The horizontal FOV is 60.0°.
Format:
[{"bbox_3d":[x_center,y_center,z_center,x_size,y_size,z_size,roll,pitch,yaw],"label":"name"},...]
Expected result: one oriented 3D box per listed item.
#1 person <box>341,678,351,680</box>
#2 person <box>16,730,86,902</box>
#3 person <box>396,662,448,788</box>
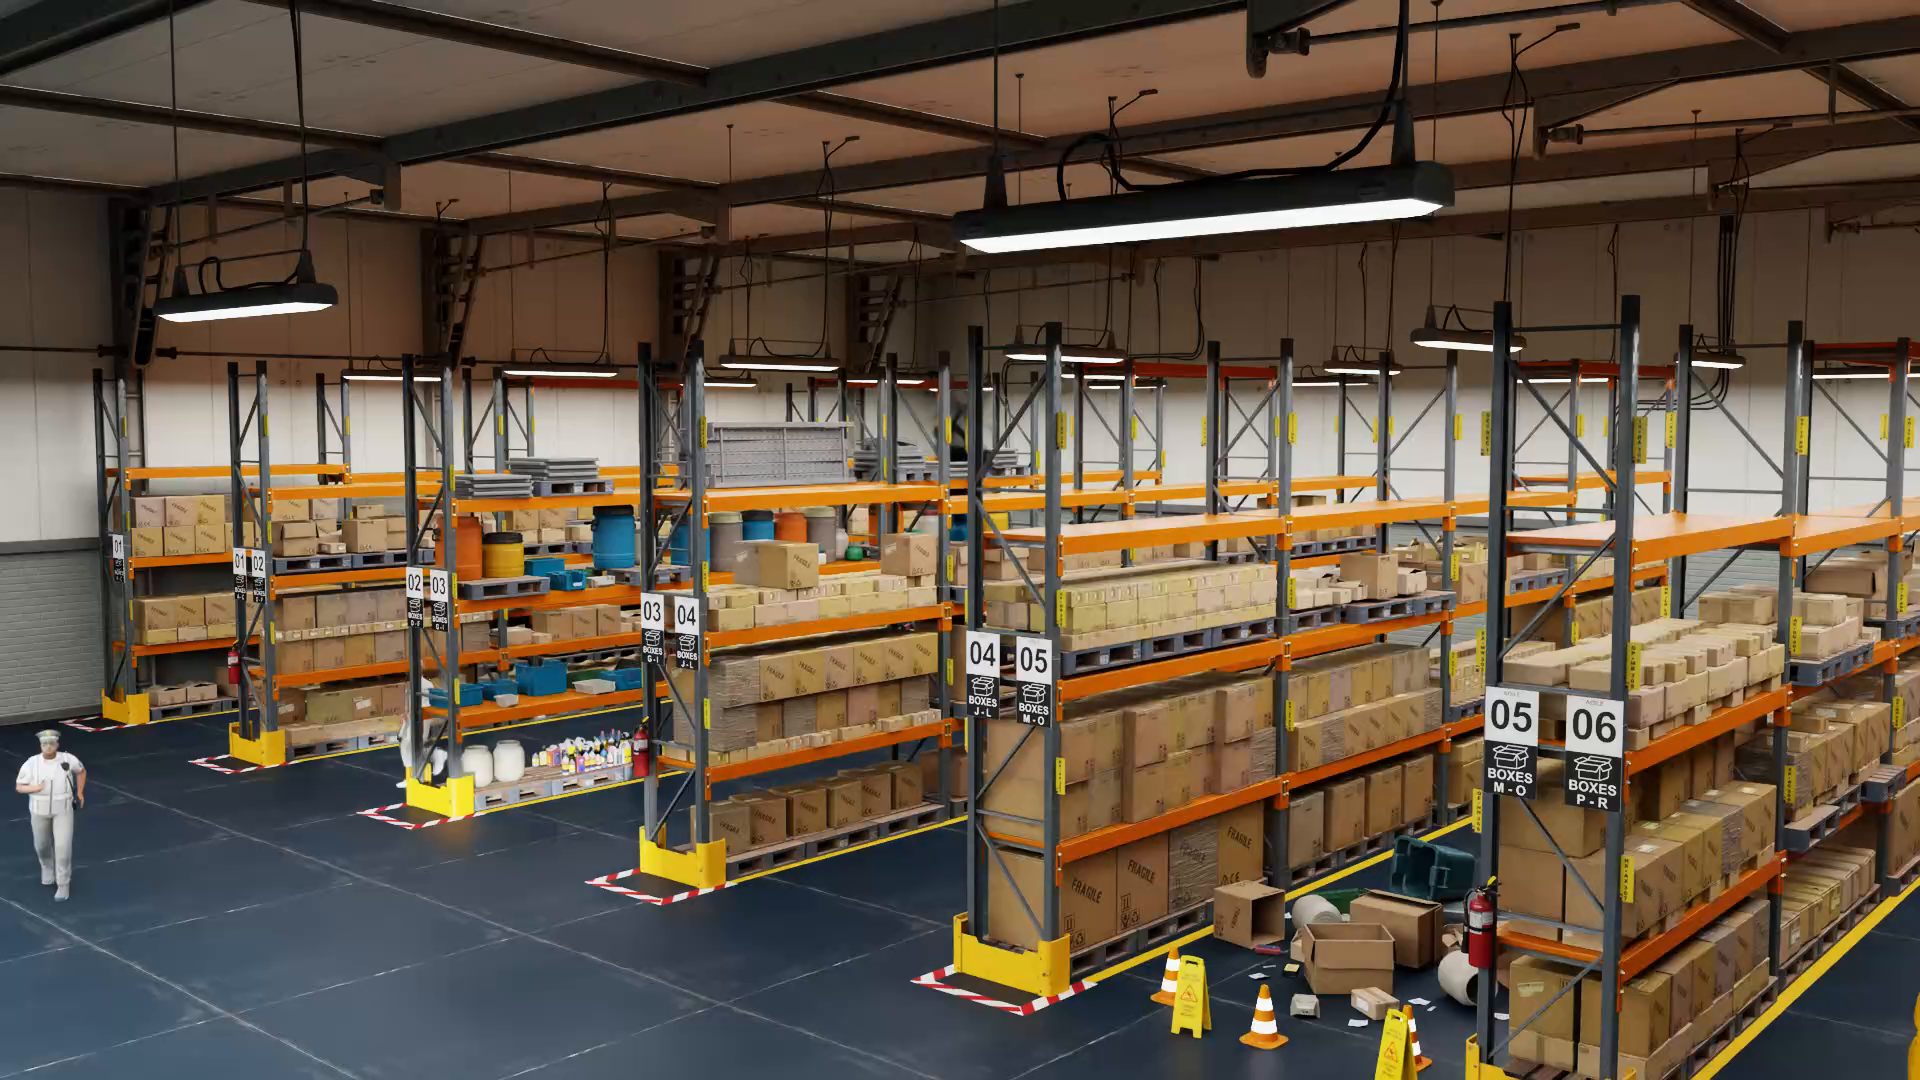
[{"bbox_3d":[-10.281,2.268,27.777,0.576,1.721,0.918,3,5,37],"label":"person"},{"bbox_3d":[-9.827,2.932,17.999,0.656,1.788,0.926,-2,5,-25],"label":"person"},{"bbox_3d":[-7.589,2.577,23.434,0.760,1.763,0.706,-4,6,-44],"label":"person"}]
